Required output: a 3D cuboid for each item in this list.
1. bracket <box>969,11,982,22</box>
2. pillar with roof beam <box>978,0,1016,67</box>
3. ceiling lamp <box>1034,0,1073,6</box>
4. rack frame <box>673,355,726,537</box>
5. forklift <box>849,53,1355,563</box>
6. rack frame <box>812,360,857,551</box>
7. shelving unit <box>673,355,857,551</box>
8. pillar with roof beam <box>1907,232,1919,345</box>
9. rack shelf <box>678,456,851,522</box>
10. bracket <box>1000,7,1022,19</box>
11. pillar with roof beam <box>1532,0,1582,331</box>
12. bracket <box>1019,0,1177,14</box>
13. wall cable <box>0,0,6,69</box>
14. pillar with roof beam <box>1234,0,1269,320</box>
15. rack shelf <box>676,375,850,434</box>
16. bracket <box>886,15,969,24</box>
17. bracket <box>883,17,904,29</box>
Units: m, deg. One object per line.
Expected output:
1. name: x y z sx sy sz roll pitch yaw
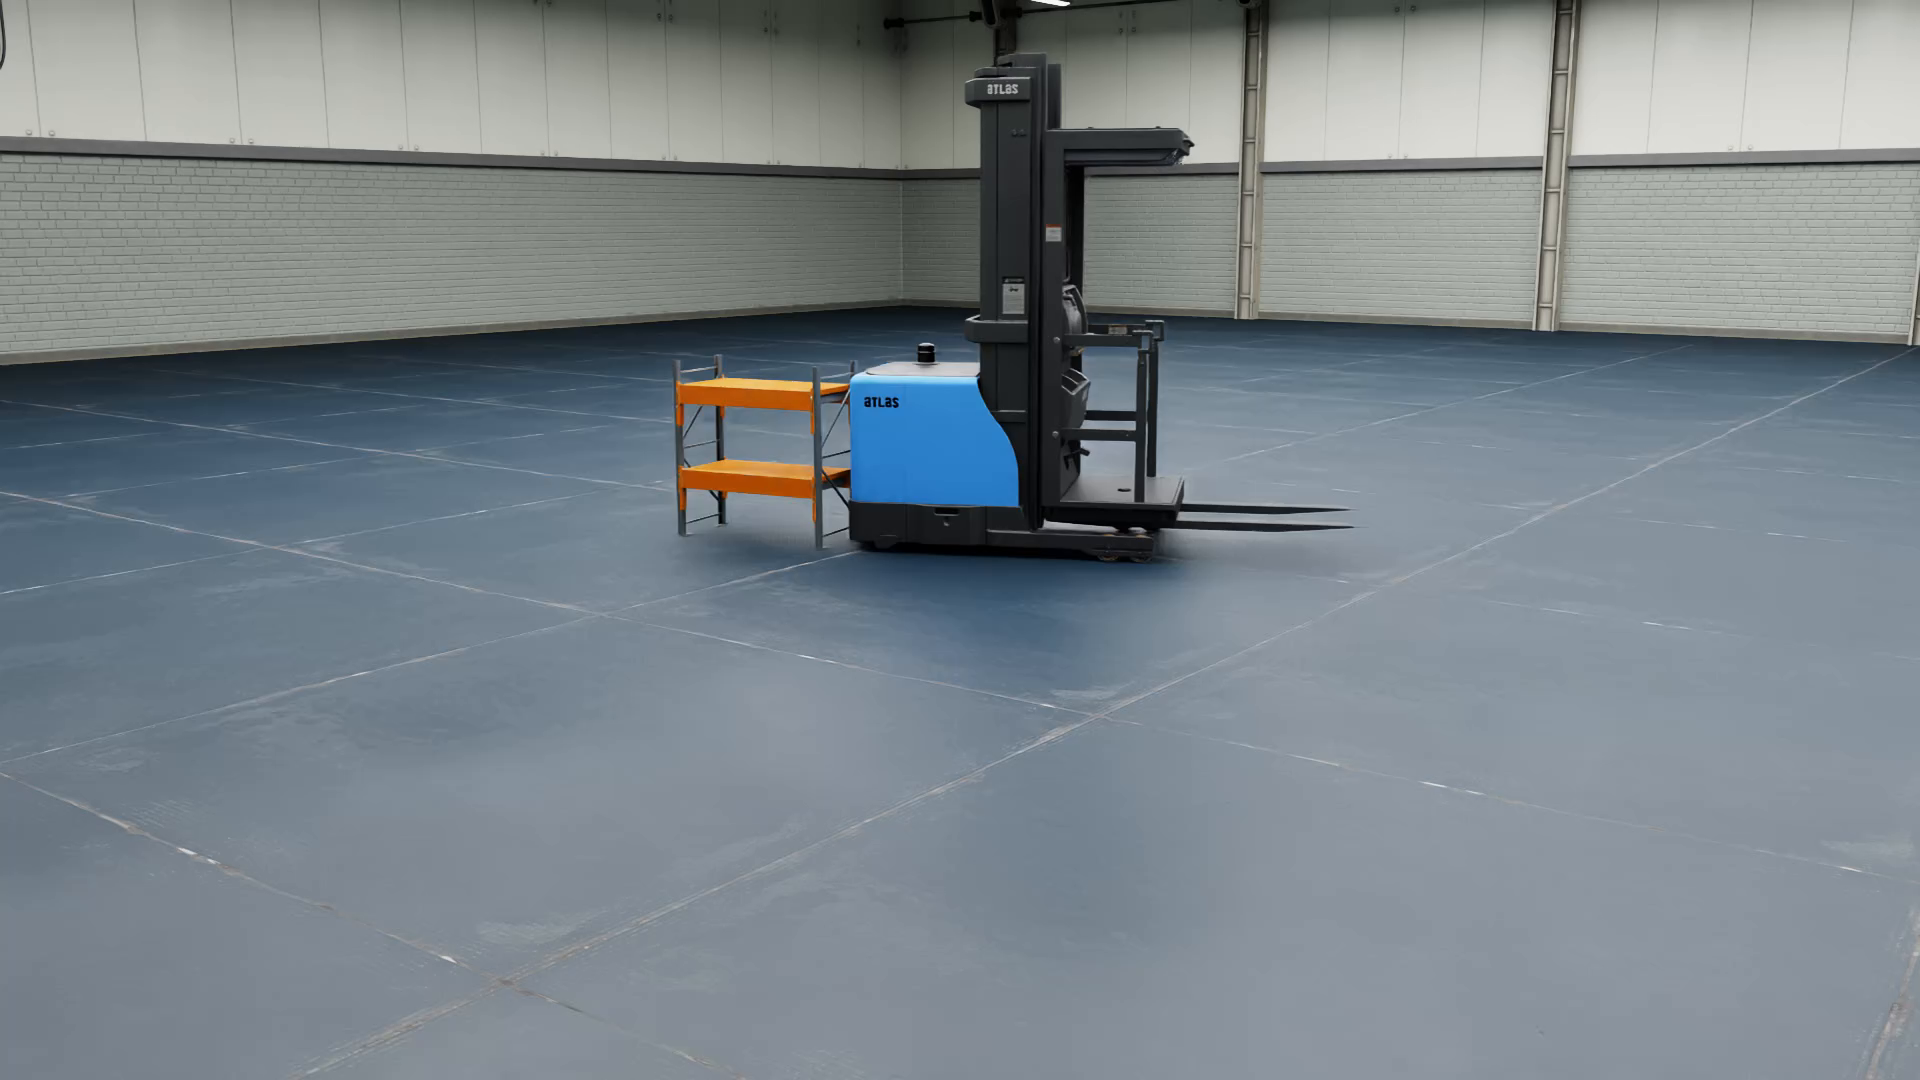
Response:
1. bracket: 0.426 -11.336 35.957 0.430 0.232 0.235 8 13 36
2. pillar with roof beam: -1.578 -8.917 32.932 0.548 9.000 9.100 8 13 36
3. ceiling lamp: 1.148 -11.248 29.613 0.800 3.185 2.000 8 13 36
4. rack frame: -1.680 -0.615 10.749 0.032 1.125 0.500 5 12 25
5. forklift: 0.886 -1.413 10.114 3.031 2.935 1.130 2 11 10
6. rack frame: -0.766 -0.531 10.313 0.032 1.125 0.500 5 12 25
7. shelving unit: -1.223 -0.573 10.531 1.048 1.125 0.538 5 12 25
8. pillar with roof beam: 12.930 -6.894 22.471 0.400 9.000 9.100 8 13 36
9. rack shelf: -1.223 -0.333 10.577 1.000 0.278 0.538 5 12 25
10. bracket: 1.095 -11.243 35.475 0.430 0.232 0.235 8 13 36
11. pillar with roof beam: 8.094 -7.568 25.958 0.400 9.000 9.100 8 13 36
12. bracket: 3.171 -10.953 33.977 4.783 0.066 0.076 8 13 36
13. wall cable: -13.635 -8.409 21.350 0.169 6.003 2.305 8 13 36
14. pillar with roof beam: 3.258 -8.243 29.445 0.548 9.000 9.100 8 13 36
15. rack shelf: -1.223 -0.861 10.475 1.000 0.278 0.538 5 12 25
16. bracket: -1.009 -11.536 36.991 3.189 0.066 0.076 8 13 36
17. bracket: -1.485 -11.602 37.334 0.430 0.232 0.235 8 13 36
